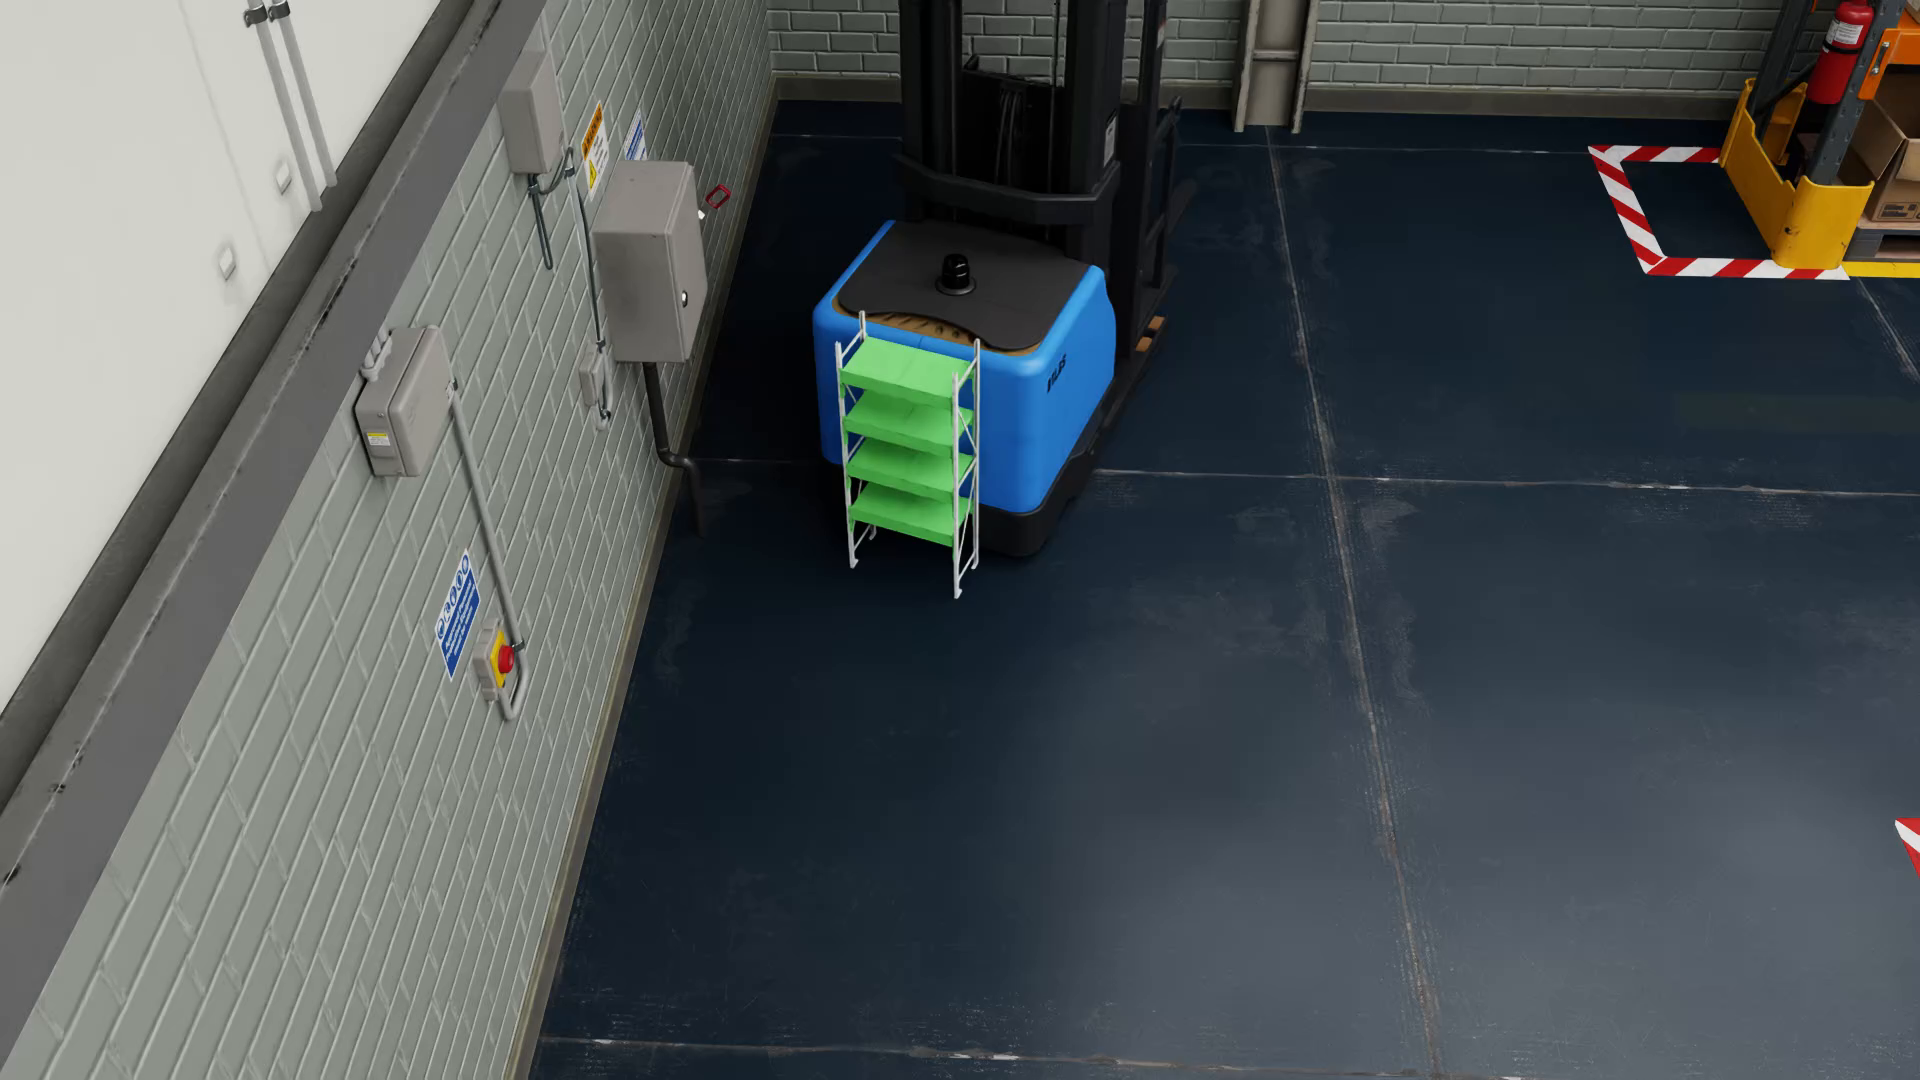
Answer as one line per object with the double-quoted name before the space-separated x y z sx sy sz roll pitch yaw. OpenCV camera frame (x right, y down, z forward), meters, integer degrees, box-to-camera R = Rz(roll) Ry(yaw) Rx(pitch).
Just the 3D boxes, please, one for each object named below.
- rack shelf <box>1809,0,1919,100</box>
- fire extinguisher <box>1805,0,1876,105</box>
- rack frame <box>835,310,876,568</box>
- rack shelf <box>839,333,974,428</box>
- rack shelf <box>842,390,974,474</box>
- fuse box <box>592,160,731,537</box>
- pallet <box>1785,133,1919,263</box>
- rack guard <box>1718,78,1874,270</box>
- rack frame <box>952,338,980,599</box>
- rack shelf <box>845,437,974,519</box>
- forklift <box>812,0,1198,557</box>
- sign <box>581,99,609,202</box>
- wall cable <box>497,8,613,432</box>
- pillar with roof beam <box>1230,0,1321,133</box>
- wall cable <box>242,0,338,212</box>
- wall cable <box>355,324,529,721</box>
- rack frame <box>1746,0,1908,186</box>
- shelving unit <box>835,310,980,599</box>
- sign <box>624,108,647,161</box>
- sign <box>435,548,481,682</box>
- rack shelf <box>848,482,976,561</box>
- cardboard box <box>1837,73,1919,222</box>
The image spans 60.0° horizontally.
"rack shelf" 6.494 -2.621 8.476 4.000 0.370 1.077 2 43 2
"fire extinguisher" 4.329 -2.470 8.117 0.183 0.674 0.296 2 43 2
"rack frame" -0.425 -0.390 6.872 0.015 1.200 0.240 16 46 16
"rack shelf" -0.201 -0.628 6.517 0.480 0.148 0.258 16 46 16
"rack shelf" -0.200 -0.454 6.682 0.480 0.148 0.258 16 46 16
"fuse box" -1.117 -0.677 6.807 0.414 1.711 0.539 2 43 2
"pallet" 5.369 -1.899 9.219 1.213 0.211 1.003 2 43 2
"rack guard" 4.572 -2.028 9.146 0.348 0.500 1.175 2 43 2
"rack frame" 0.026 -0.263 6.735 0.015 1.200 0.240 16 46 16
"rack shelf" -0.200 -0.280 6.847 0.480 0.148 0.258 16 46 16
"forklift" 0.410 -2.015 7.349 1.130 2.935 3.031 16 45 16
"sign" -1.326 -1.419 6.052 0.001 0.242 0.339 2 43 2
"wall cable" -1.305 -1.060 5.528 0.122 1.984 0.588 2 43 2
"pillar with roof beam" 1.650 -2.905 3.852 0.400 9.000 9.100 2 43 2
"wall cable" -1.418 -1.743 2.605 0.029 3.000 0.463 2 43 2
"wall cable" -1.357 -0.106 4.480 0.123 1.953 0.585 2 43 2
"rack frame" 4.497 -2.945 8.296 0.127 3.000 1.000 2 43 2
"shelving unit" -0.200 -0.326 6.804 0.503 1.200 0.258 16 46 16
"sign" -1.302 -1.456 6.768 0.001 0.494 0.329 2 43 2
"sign" -1.421 0.210 4.711 0.001 0.218 0.327 2 43 2
"rack shelf" -0.199 -0.106 7.012 0.480 0.148 0.258 16 46 16
"cardboard box" 5.103 -2.102 8.915 0.637 0.503 0.797 0 43 0
